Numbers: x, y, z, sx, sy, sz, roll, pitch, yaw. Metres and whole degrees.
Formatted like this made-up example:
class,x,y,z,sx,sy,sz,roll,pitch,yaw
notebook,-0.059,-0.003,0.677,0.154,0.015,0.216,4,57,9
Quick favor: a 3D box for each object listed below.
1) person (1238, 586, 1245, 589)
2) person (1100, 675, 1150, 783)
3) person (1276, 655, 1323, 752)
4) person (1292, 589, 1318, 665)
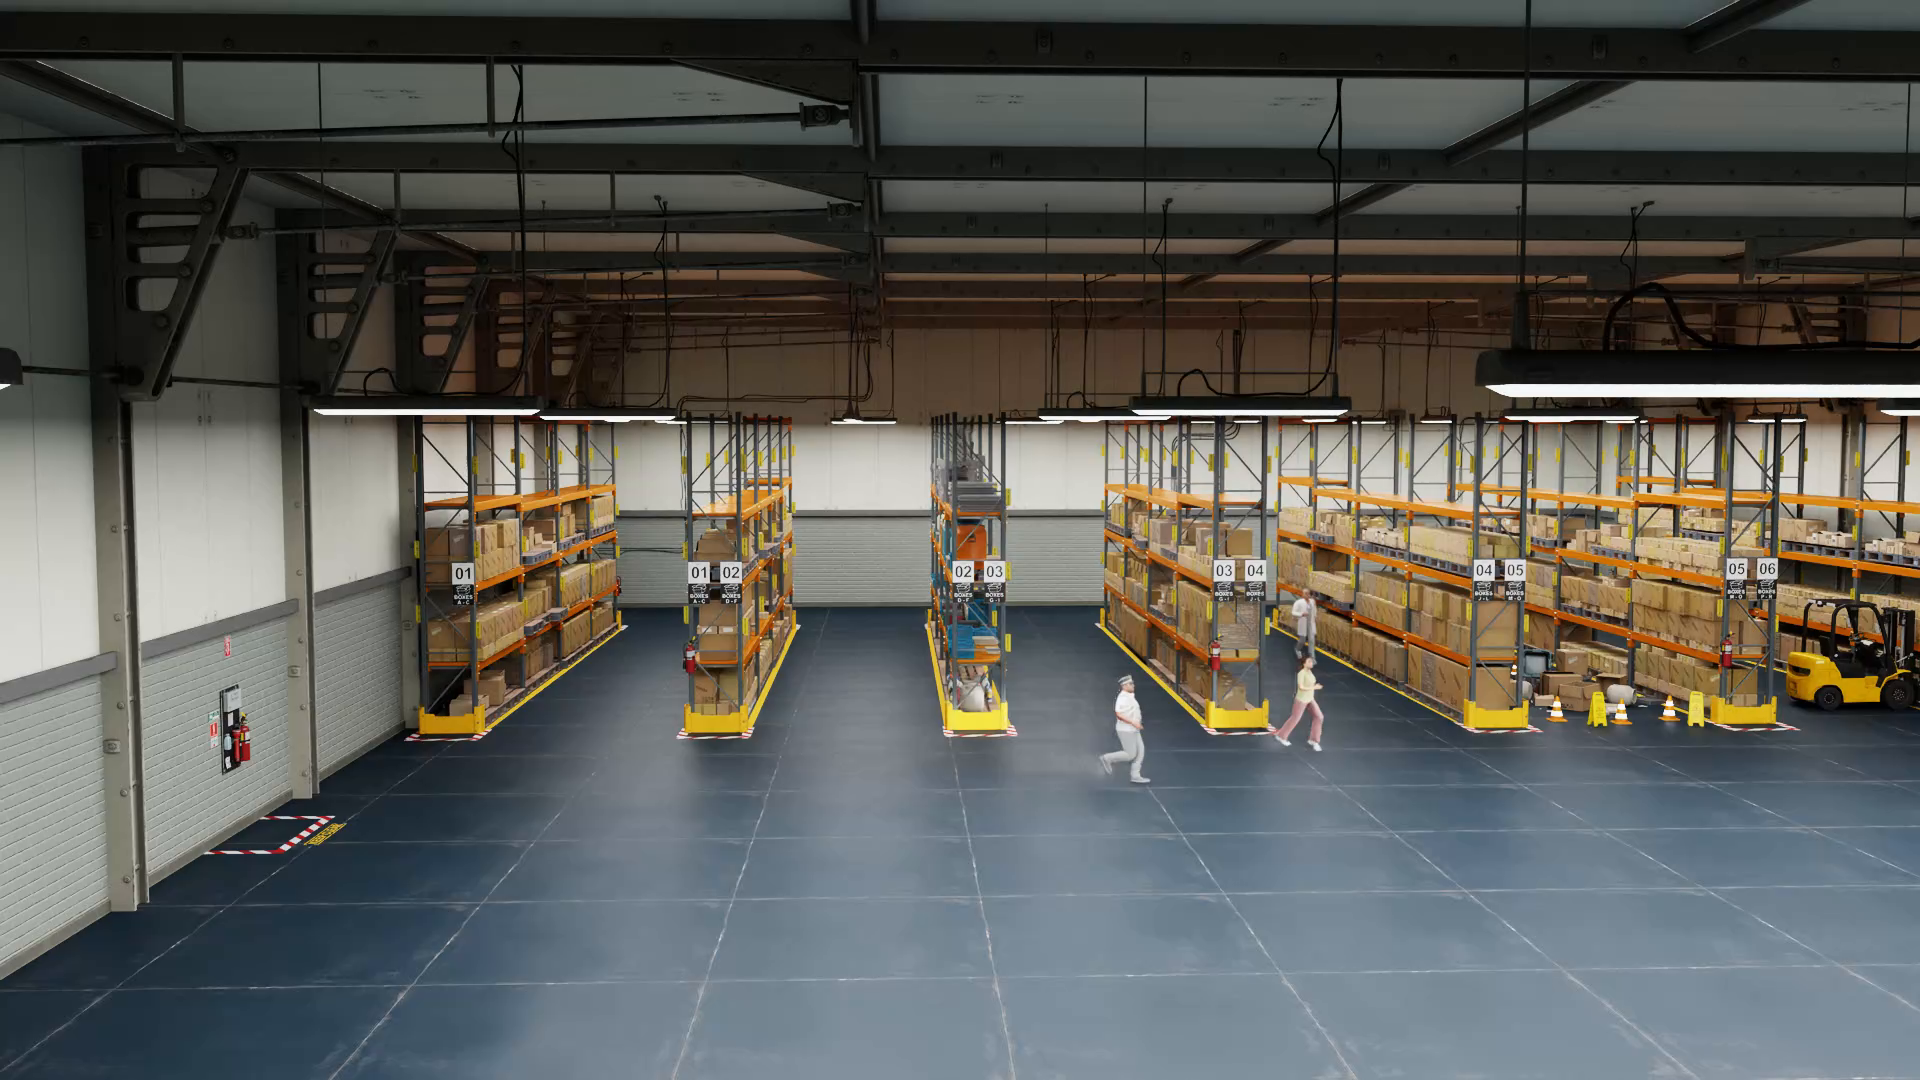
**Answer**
class,x,y,z,sx,sy,sz,roll,pitch,yaw
person,8.174,1.650,48.367,0.663,1.552,0.672,-2,5,-32
person,2.674,3.030,26.739,0.798,1.746,0.646,1,4,18
person,6.061,2.883,29.513,0.869,1.711,0.583,3,5,40
person,8.375,2.075,40.274,0.710,1.779,1.049,-1,4,-10
